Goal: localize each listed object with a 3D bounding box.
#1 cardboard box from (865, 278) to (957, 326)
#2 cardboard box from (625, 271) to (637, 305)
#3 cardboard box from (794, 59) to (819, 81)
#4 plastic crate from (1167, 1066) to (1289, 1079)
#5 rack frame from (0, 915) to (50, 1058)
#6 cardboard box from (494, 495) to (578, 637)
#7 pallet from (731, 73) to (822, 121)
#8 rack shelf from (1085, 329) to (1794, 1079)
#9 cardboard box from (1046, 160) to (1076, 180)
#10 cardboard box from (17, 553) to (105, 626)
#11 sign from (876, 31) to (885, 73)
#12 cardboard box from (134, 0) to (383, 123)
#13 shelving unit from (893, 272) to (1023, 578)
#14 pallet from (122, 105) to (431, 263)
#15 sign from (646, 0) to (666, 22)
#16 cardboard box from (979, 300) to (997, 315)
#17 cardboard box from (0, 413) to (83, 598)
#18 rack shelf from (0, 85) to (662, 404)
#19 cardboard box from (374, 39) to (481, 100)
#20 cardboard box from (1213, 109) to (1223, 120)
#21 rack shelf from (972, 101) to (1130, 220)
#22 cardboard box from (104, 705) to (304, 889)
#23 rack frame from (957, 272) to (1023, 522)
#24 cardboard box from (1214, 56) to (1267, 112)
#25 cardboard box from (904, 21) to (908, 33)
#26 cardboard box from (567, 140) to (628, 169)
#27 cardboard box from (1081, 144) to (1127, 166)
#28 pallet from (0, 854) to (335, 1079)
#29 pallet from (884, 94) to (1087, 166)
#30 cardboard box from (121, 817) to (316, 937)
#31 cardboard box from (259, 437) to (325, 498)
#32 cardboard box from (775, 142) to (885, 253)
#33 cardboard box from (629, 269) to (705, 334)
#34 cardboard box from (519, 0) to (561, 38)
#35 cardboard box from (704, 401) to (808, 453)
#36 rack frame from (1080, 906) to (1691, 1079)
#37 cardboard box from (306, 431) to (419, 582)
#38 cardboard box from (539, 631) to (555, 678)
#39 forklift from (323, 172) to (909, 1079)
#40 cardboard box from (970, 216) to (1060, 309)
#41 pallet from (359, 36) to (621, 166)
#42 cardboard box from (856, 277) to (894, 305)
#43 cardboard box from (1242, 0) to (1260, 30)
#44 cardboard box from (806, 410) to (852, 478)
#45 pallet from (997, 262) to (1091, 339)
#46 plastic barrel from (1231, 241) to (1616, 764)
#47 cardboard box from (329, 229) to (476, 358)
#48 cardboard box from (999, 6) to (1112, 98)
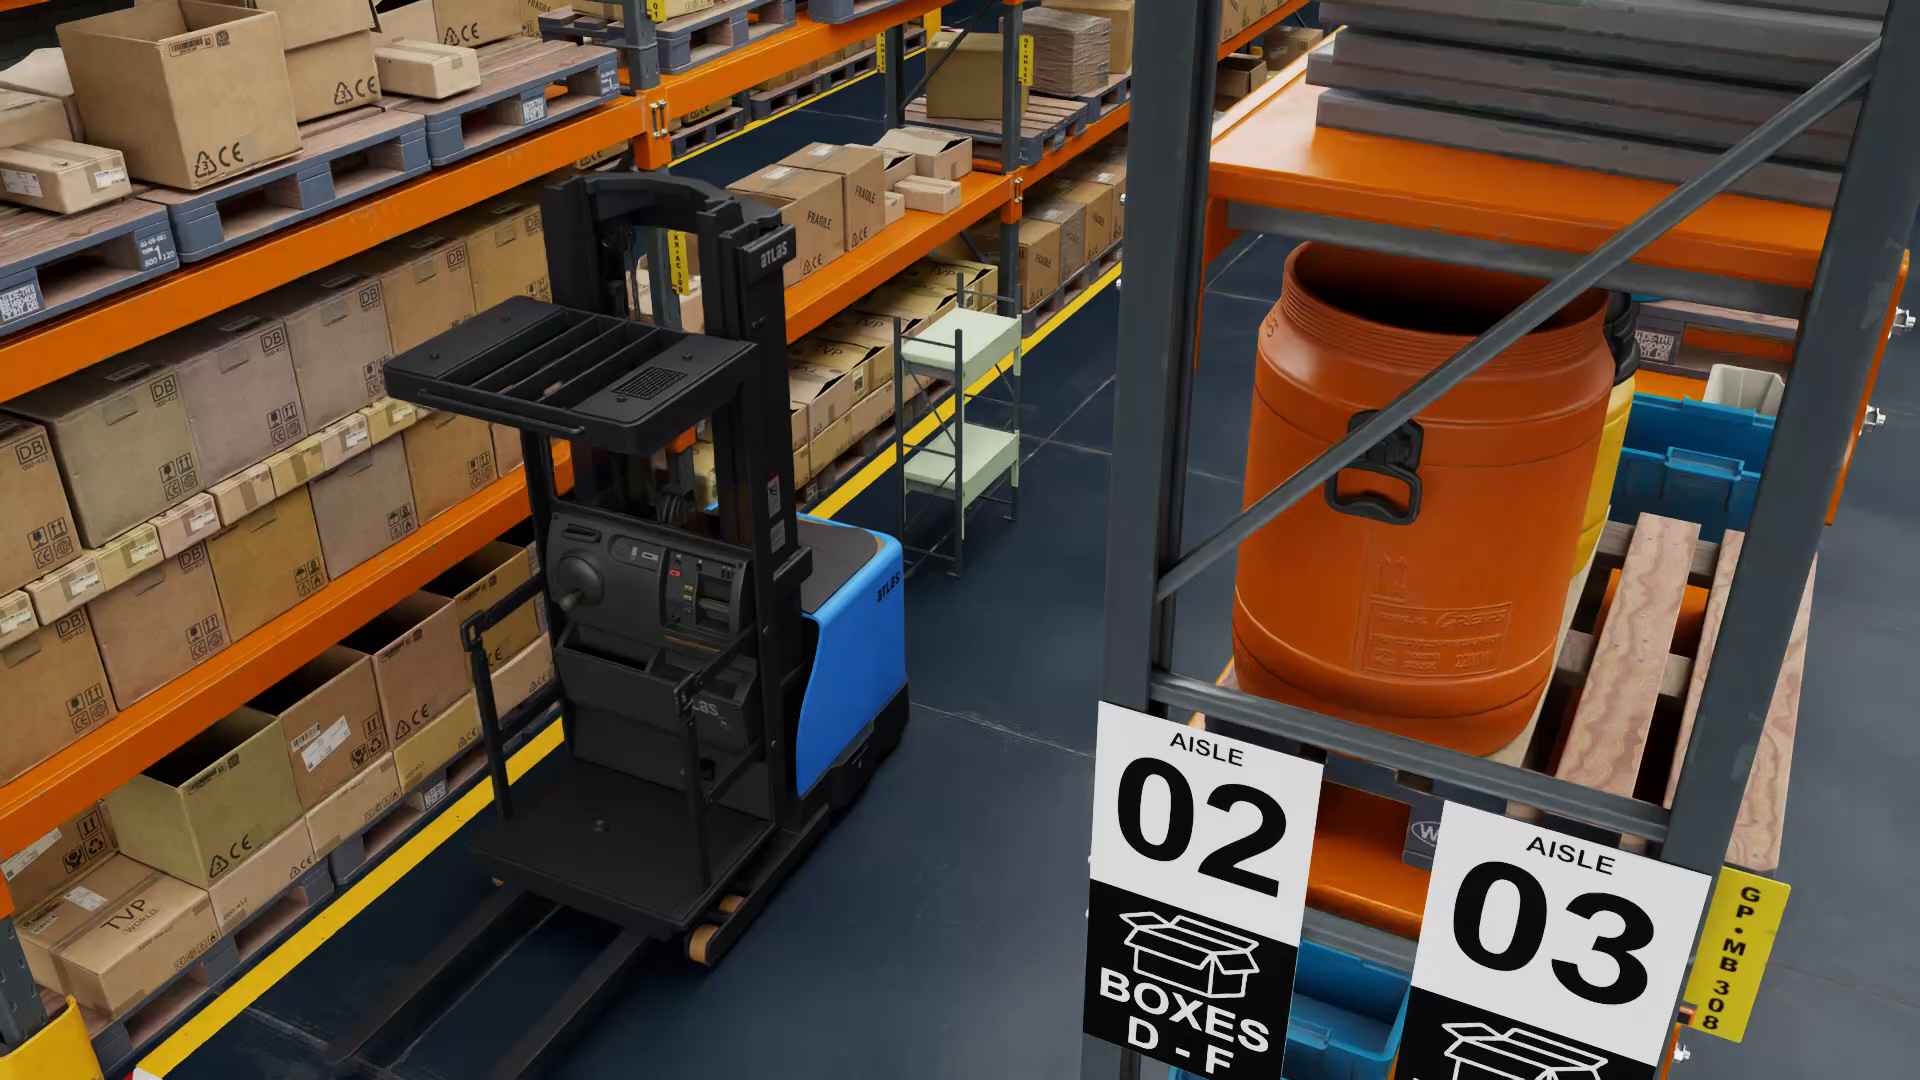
[{"bbox_3d":[-0.302,-1.559,11.229,0.500,0.311,0.500,14,33,23],"label":"cardboard box"},{"bbox_3d":[-1.807,-1.228,8.125,0.380,0.149,0.250,14,33,23],"label":"cardboard box"},{"bbox_3d":[-1.977,-5.370,18.177,0.700,0.500,0.500,14,33,23],"label":"cardboard box"},{"bbox_3d":[0.673,1.601,4.100,0.499,0.251,0.616,14,33,23],"label":"plastic crate"},{"bbox_3d":[-3.699,0.700,5.519,0.949,2.616,0.053,14,33,23],"label":"rack frame"},{"bbox_3d":[-2.129,0.087,8.173,0.500,0.500,0.500,14,33,23],"label":"cardboard box"},{"bbox_3d":[-2.225,-4.851,17.986,1.003,0.211,1.213,14,33,23],"label":"pallet"},{"bbox_3d":[1.623,-0.049,4.534,1.077,0.370,4.000,14,33,23],"label":"rack shelf"},{"bbox_3d":[0.635,-2.884,13.828,0.500,0.500,0.500,13,32,21],"label":"cardboard box"},{"bbox_3d":[-3.208,0.133,5.754,0.380,0.149,0.250,13,32,22],"label":"cardboard box"},{"bbox_3d":[-0.539,-3.433,11.632,0.100,0.325,0.005,14,33,23],"label":"sign"},{"bbox_3d":[-2.736,-1.960,6.472,0.797,0.503,0.637,18,35,29],"label":"cardboard box"},{"bbox_3d":[-0.003,-0.647,9.371,0.431,1.500,0.755,14,33,23],"label":"shelving unit"},{"bbox_3d":[-2.796,-1.412,6.274,1.003,0.211,1.213,14,33,23],"label":"pallet"},{"bbox_3d":[-1.379,-2.507,7.492,0.100,0.325,0.005,14,33,23],"label":"sign"},{"bbox_3d":[-0.074,-1.547,11.771,0.500,0.250,0.500,15,33,24],"label":"cardboard box"},{"bbox_3d":[-3.448,-0.133,5.566,0.700,0.500,0.500,14,33,23],"label":"cardboard box"},{"bbox_3d":[-2.785,-1.175,6.494,1.077,0.370,4.000,14,33,23],"label":"rack shelf"},{"bbox_3d":[-2.180,-1.911,6.743,0.380,0.149,0.250,14,33,23],"label":"cardboard box"},{"bbox_3d":[2.539,-4.104,16.288,0.380,0.166,0.250,14,33,23],"label":"cardboard box"},{"bbox_3d":[0.859,-3.421,13.417,1.077,0.370,4.000,14,33,23],"label":"rack shelf"},{"bbox_3d":[-3.028,0.976,6.624,0.500,0.500,0.500,14,33,23],"label":"cardboard box"},{"bbox_3d":[0.164,-0.810,9.654,0.400,1.500,0.023,14,33,23],"label":"rack frame"},{"bbox_3d":[2.622,-4.561,16.746,0.797,0.503,0.637,14,33,23],"label":"cardboard box"},{"bbox_3d":[-1.049,-6.280,19.762,0.700,0.500,0.500,14,33,23],"label":"cardboard box"},{"bbox_3d":[-3.607,-3.901,15.268,0.750,0.750,0.750,14,33,23],"label":"cardboard box"},{"bbox_3d":[1.339,-3.003,14.035,0.500,0.500,0.500,15,33,24],"label":"cardboard box"},{"bbox_3d":[-3.385,1.561,6.819,1.003,0.211,1.213,14,33,23],"label":"pallet"},{"bbox_3d":[0.195,-3.079,12.292,1.213,0.211,1.003,14,33,23],"label":"pallet"},{"bbox_3d":[-3.029,1.301,6.812,0.500,0.250,0.500,14,33,23],"label":"cardboard box"},{"bbox_3d":[-2.741,-0.321,6.544,0.380,0.149,0.250,14,33,23],"label":"cardboard box"},{"bbox_3d":[-0.802,-2.142,10.367,0.500,0.500,0.500,12,32,21],"label":"cardboard box"},{"bbox_3d":[-1.689,-1.236,9.040,0.500,0.250,0.500,17,34,26],"label":"cardboard box"},{"bbox_3d":[-3.767,-4.536,14.218,0.500,0.500,0.500,15,33,25],"label":"cardboard box"},{"bbox_3d":[-1.231,-0.653,9.651,0.500,0.311,0.500,14,33,23],"label":"cardboard box"},{"bbox_3d":[0.712,1.826,3.558,1.000,3.000,0.127,14,33,23],"label":"rack frame"},{"bbox_3d":[-2.769,-0.234,7.044,0.700,0.500,0.500,15,33,25],"label":"cardboard box"},{"bbox_3d":[-2.127,0.412,8.359,0.500,0.250,0.500,14,33,23],"label":"cardboard box"},{"bbox_3d":[-1.347,0.201,6.457,1.130,2.935,3.031,14,33,22],"label":"forklift"},{"bbox_3d":[0.410,-2.090,12.445,0.500,0.500,0.500,16,33,25],"label":"cardboard box"},{"bbox_3d":[-2.239,-1.951,7.212,1.003,0.211,1.213,14,33,23],"label":"pallet"},{"bbox_3d":[-0.784,-1.678,11.437,0.500,0.311,0.500,13,33,22],"label":"cardboard box"},{"bbox_3d":[2.476,-5.054,15.439,0.500,0.500,0.500,15,33,24],"label":"cardboard box"},{"bbox_3d":[-1.002,-0.642,10.194,0.500,0.250,0.500,13,32,22],"label":"cardboard box"},{"bbox_3d":[0.322,-1.959,12.950,1.003,0.211,1.213,14,33,23],"label":"pallet"},{"bbox_3d":[0.820,-0.087,3.025,0.600,0.830,0.708,14,33,23],"label":"plastic barrel"},{"bbox_3d":[-2.528,-1.034,7.136,0.700,0.500,0.500,14,33,23],"label":"cardboard box"},{"bbox_3d":[0.721,-3.738,12.725,0.700,0.500,0.500,21,36,32],"label":"cardboard box"}]
